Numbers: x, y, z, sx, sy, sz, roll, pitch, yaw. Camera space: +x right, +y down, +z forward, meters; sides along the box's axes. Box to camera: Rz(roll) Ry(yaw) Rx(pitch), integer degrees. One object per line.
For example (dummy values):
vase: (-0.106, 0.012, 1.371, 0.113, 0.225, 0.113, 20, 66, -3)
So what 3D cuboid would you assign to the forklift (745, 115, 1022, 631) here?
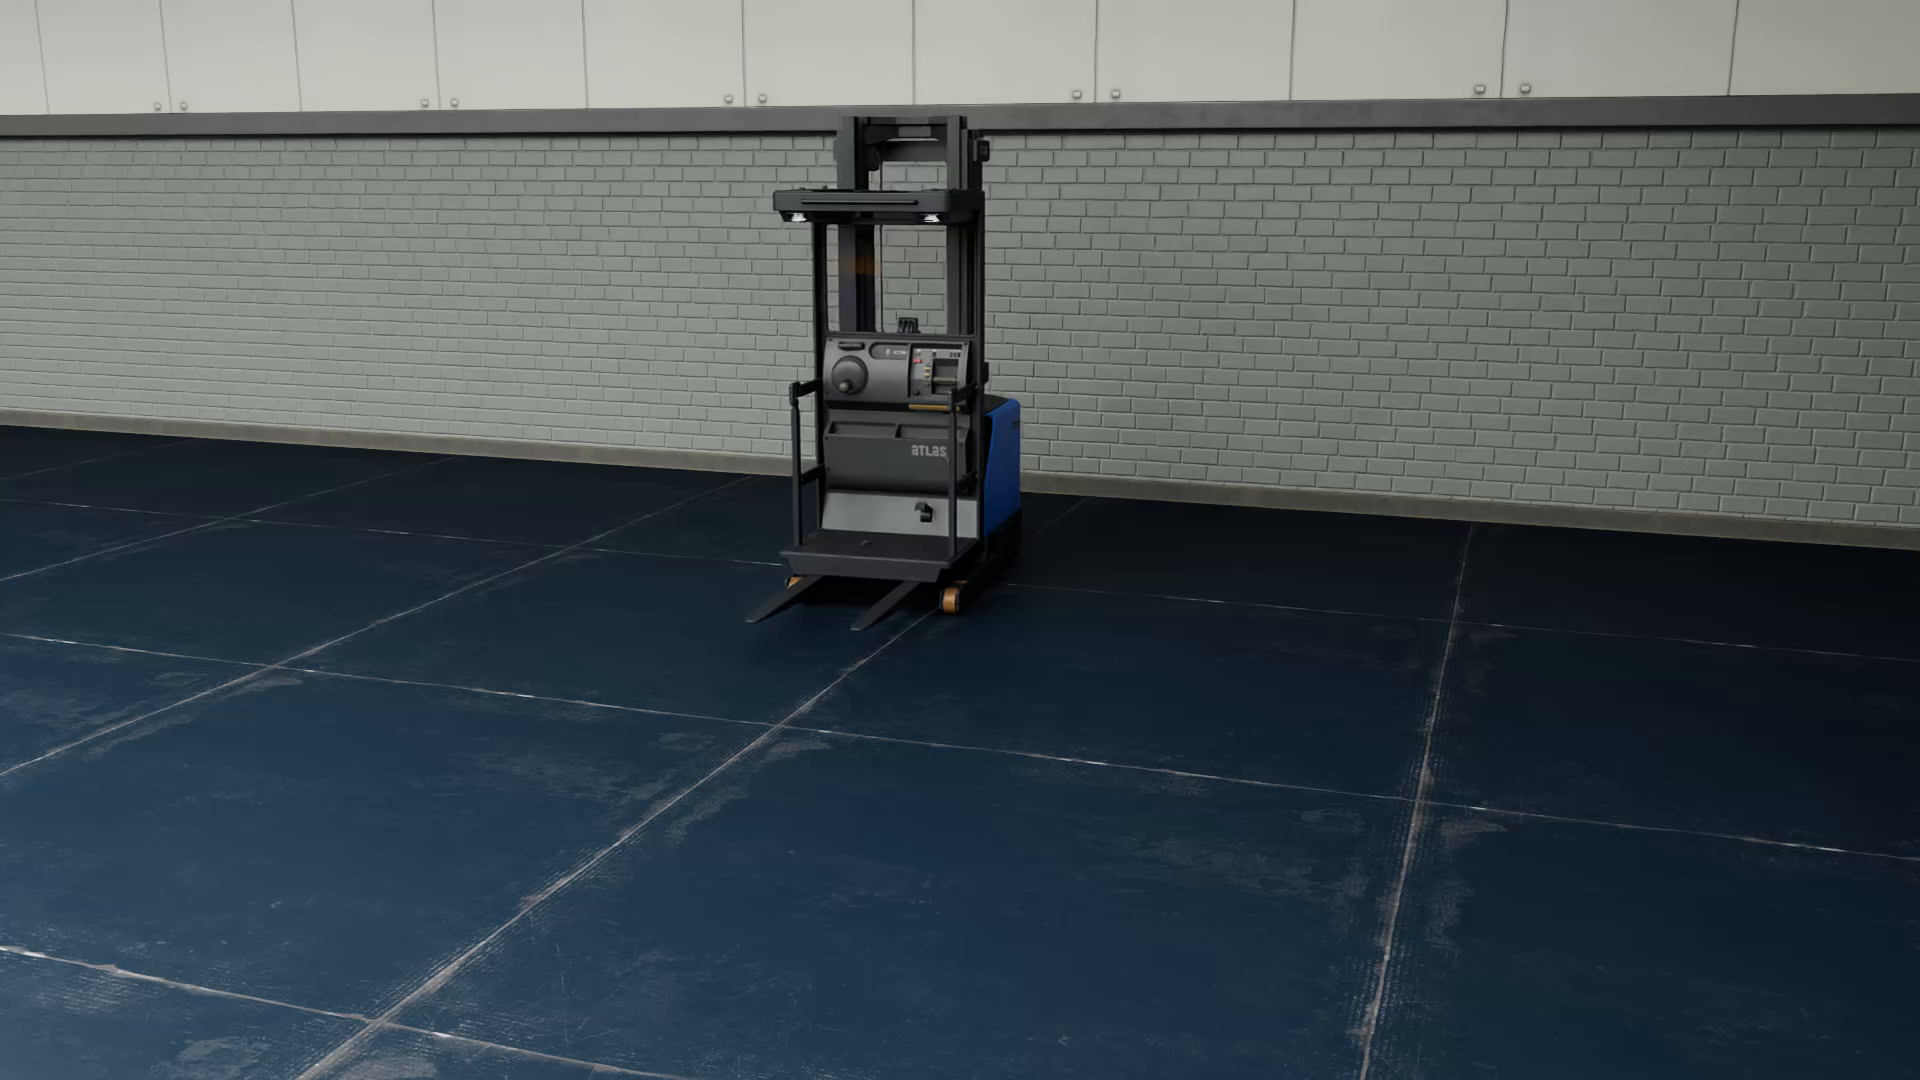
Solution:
forklift: (-0.450, -1.076, 10.117, 1.130, 2.935, 3.031, 3, 13, 15)
